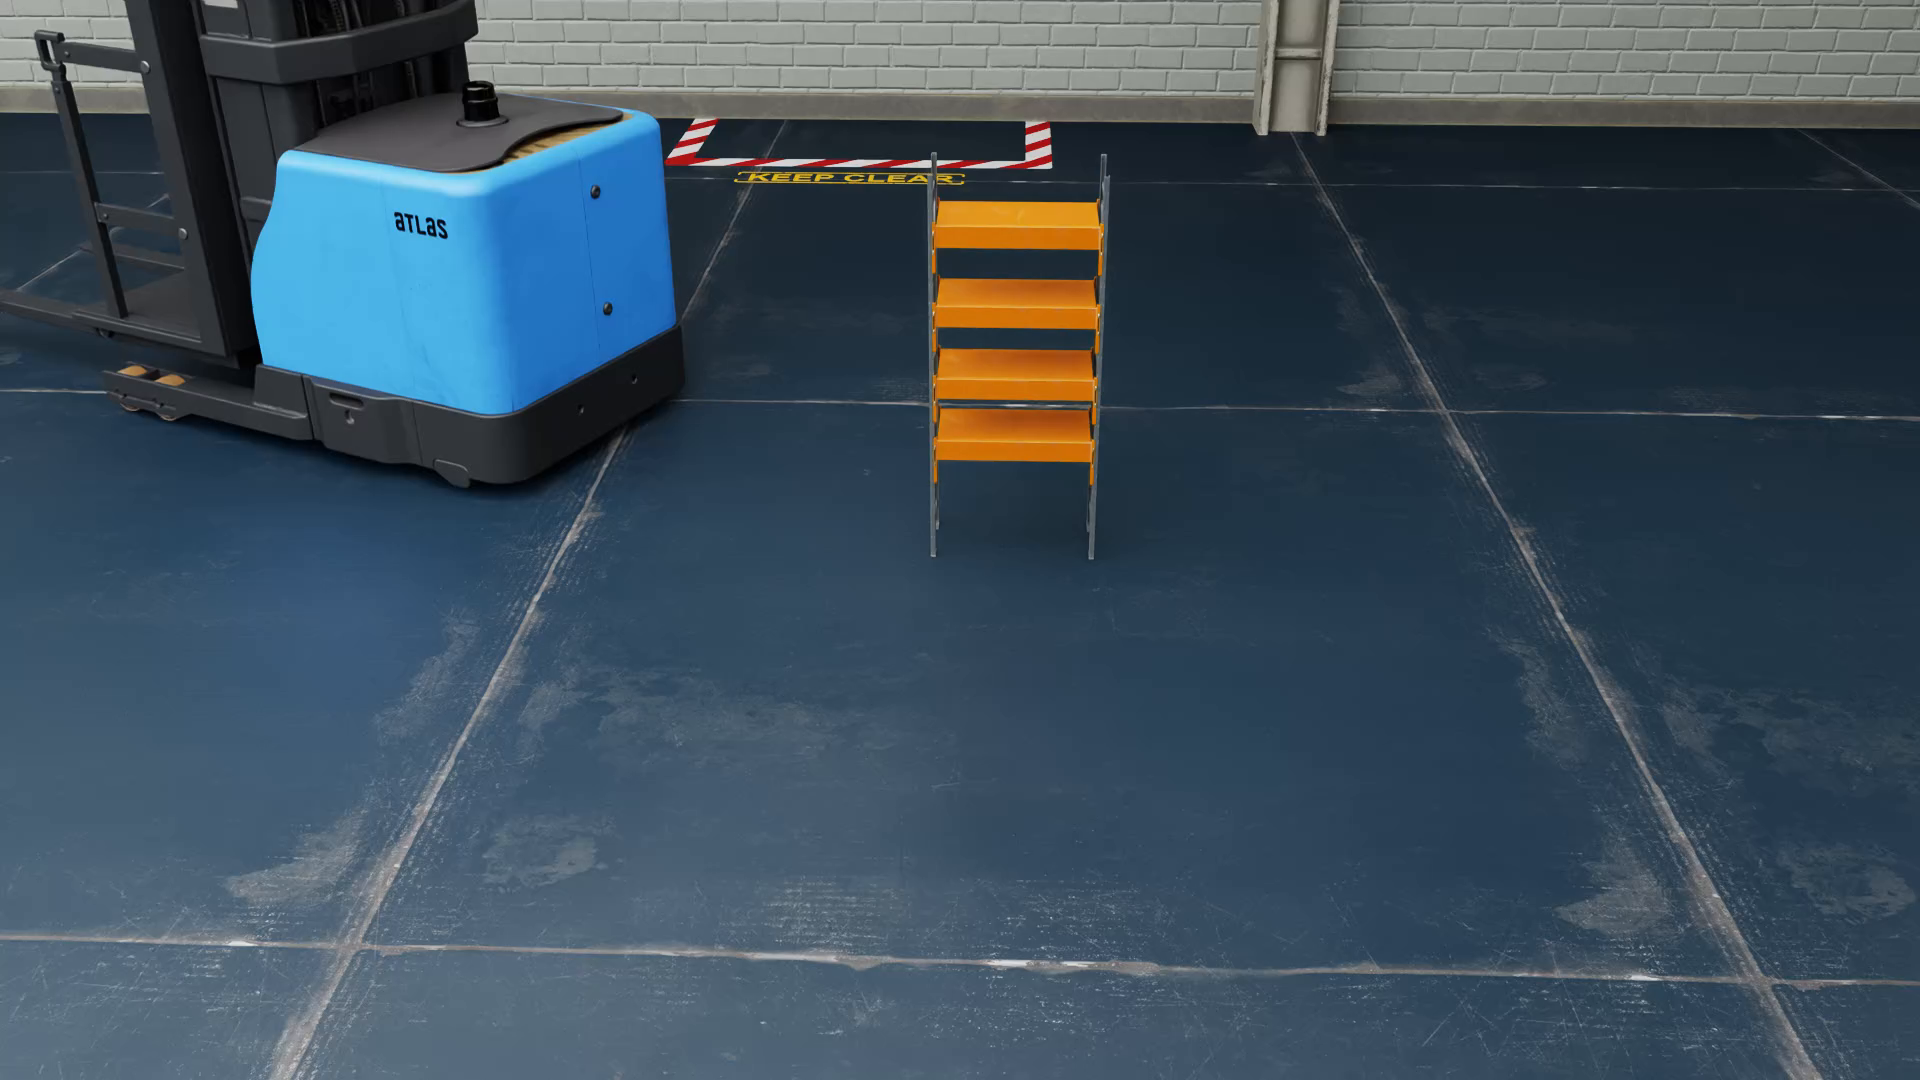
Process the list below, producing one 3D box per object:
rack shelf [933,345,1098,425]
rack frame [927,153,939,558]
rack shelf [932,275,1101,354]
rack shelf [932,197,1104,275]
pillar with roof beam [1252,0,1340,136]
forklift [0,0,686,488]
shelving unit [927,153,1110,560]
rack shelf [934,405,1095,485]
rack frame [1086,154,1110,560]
[{"bbox_3d":[0.165,-0.468,4.995,0.480,0.148,0.258,1,28,2],"label":"rack shelf"},{"bbox_3d":[-0.078,-0.531,4.971,0.015,1.200,0.240,1,28,2],"label":"rack frame"},{"bbox_3d":[0.165,-0.666,4.891,0.480,0.148,0.258,1,28,2],"label":"rack shelf"},{"bbox_3d":[0.165,-0.875,4.780,0.480,0.148,0.258,1,28,2],"label":"rack shelf"},{"bbox_3d":[1.793,-4.396,3.935,0.400,9.000,9.100,1,28,2],"label":"pillar with roof beam"},{"bbox_3d":[-2.575,-1.934,5.769,3.031,2.935,1.130,13,31,23],"label":"forklift"},{"bbox_3d":[0.165,-0.527,4.964,0.503,1.200,0.258,1,28,2],"label":"shelving unit"},{"bbox_3d":[0.165,-0.293,5.088,0.480,0.148,0.258,1,28,2],"label":"rack shelf"},{"bbox_3d":[0.409,-0.523,4.956,0.015,1.200,0.240,1,28,2],"label":"rack frame"}]
